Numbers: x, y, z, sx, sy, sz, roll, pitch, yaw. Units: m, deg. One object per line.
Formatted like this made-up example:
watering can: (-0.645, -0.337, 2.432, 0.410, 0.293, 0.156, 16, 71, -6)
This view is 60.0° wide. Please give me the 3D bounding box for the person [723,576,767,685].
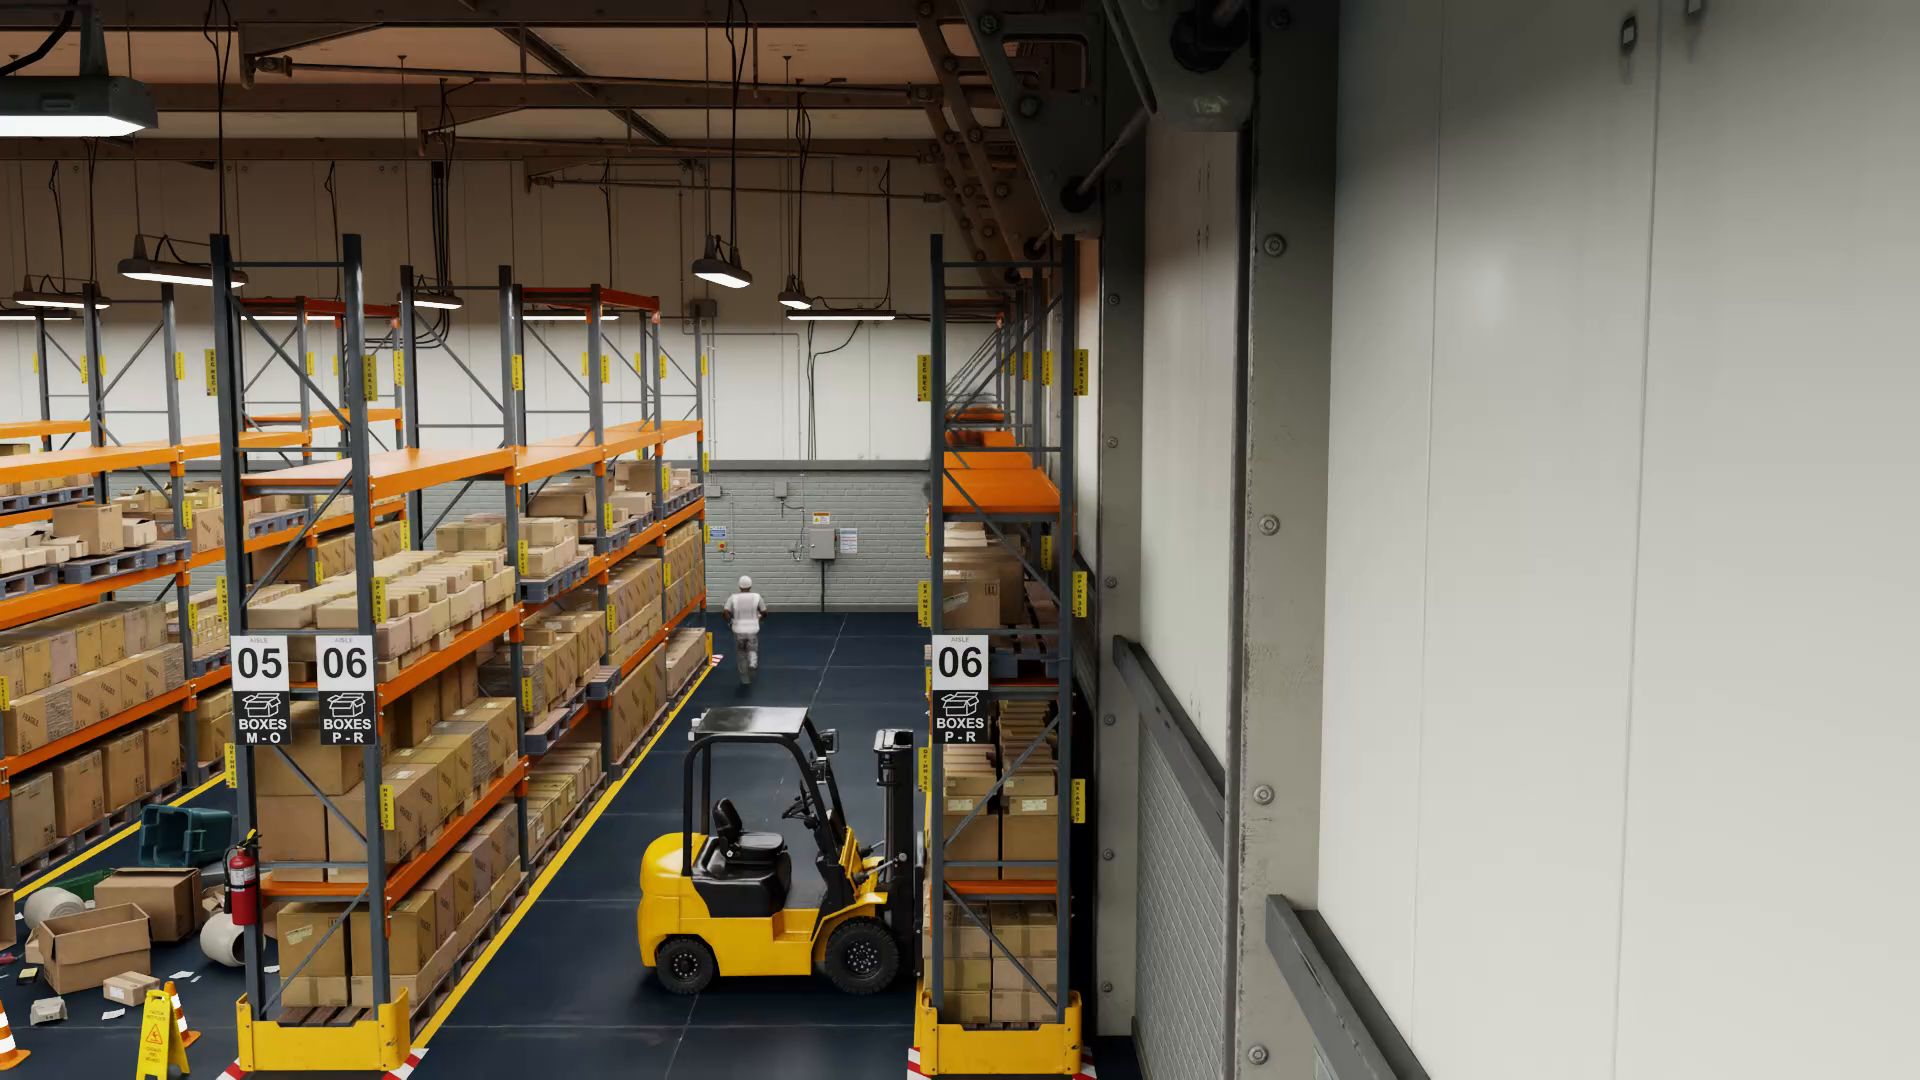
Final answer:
person: (-3.361, 1.430, 26.037, 0.682, 1.753, 0.769, -1, 6, -9)
